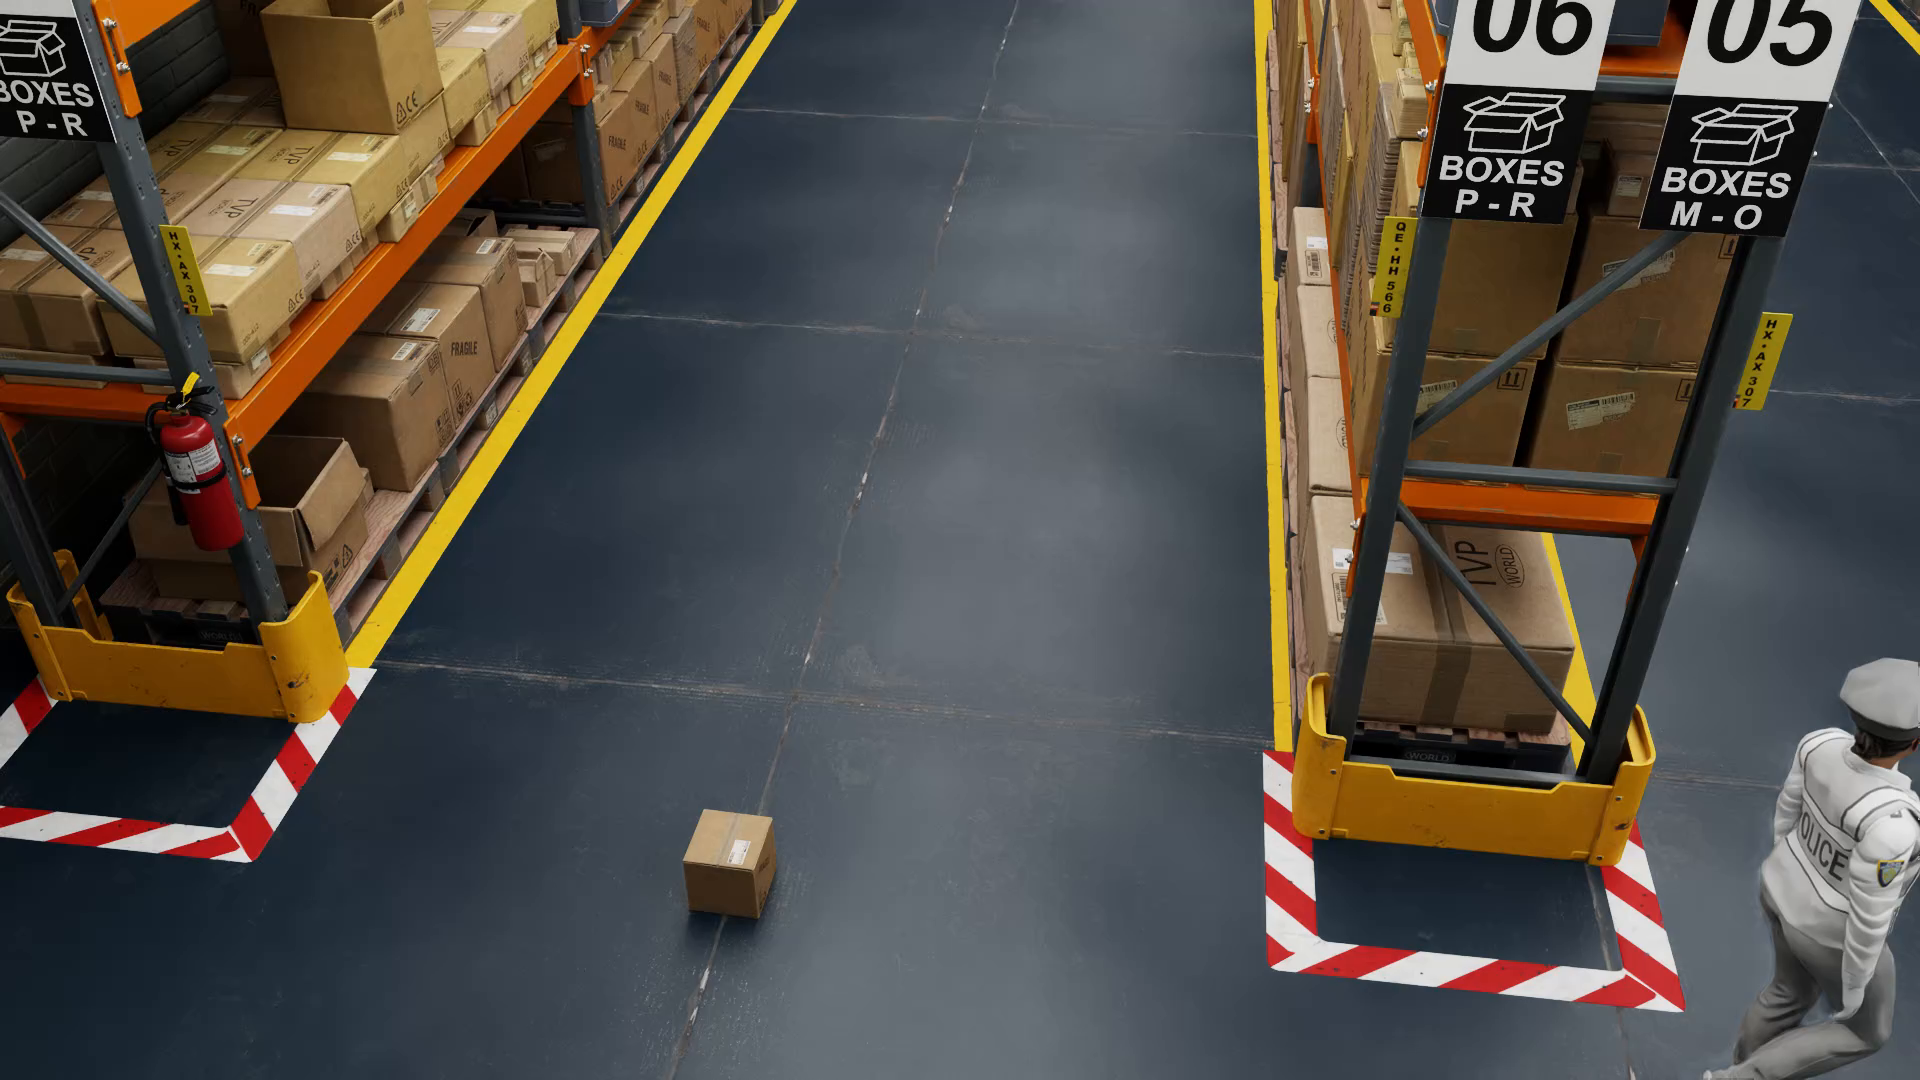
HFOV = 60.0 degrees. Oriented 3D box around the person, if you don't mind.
[{"bbox_3d":[2.517,1.056,4.674,0.414,1.657,0.547,-3,36,-4],"label":"person"}]
